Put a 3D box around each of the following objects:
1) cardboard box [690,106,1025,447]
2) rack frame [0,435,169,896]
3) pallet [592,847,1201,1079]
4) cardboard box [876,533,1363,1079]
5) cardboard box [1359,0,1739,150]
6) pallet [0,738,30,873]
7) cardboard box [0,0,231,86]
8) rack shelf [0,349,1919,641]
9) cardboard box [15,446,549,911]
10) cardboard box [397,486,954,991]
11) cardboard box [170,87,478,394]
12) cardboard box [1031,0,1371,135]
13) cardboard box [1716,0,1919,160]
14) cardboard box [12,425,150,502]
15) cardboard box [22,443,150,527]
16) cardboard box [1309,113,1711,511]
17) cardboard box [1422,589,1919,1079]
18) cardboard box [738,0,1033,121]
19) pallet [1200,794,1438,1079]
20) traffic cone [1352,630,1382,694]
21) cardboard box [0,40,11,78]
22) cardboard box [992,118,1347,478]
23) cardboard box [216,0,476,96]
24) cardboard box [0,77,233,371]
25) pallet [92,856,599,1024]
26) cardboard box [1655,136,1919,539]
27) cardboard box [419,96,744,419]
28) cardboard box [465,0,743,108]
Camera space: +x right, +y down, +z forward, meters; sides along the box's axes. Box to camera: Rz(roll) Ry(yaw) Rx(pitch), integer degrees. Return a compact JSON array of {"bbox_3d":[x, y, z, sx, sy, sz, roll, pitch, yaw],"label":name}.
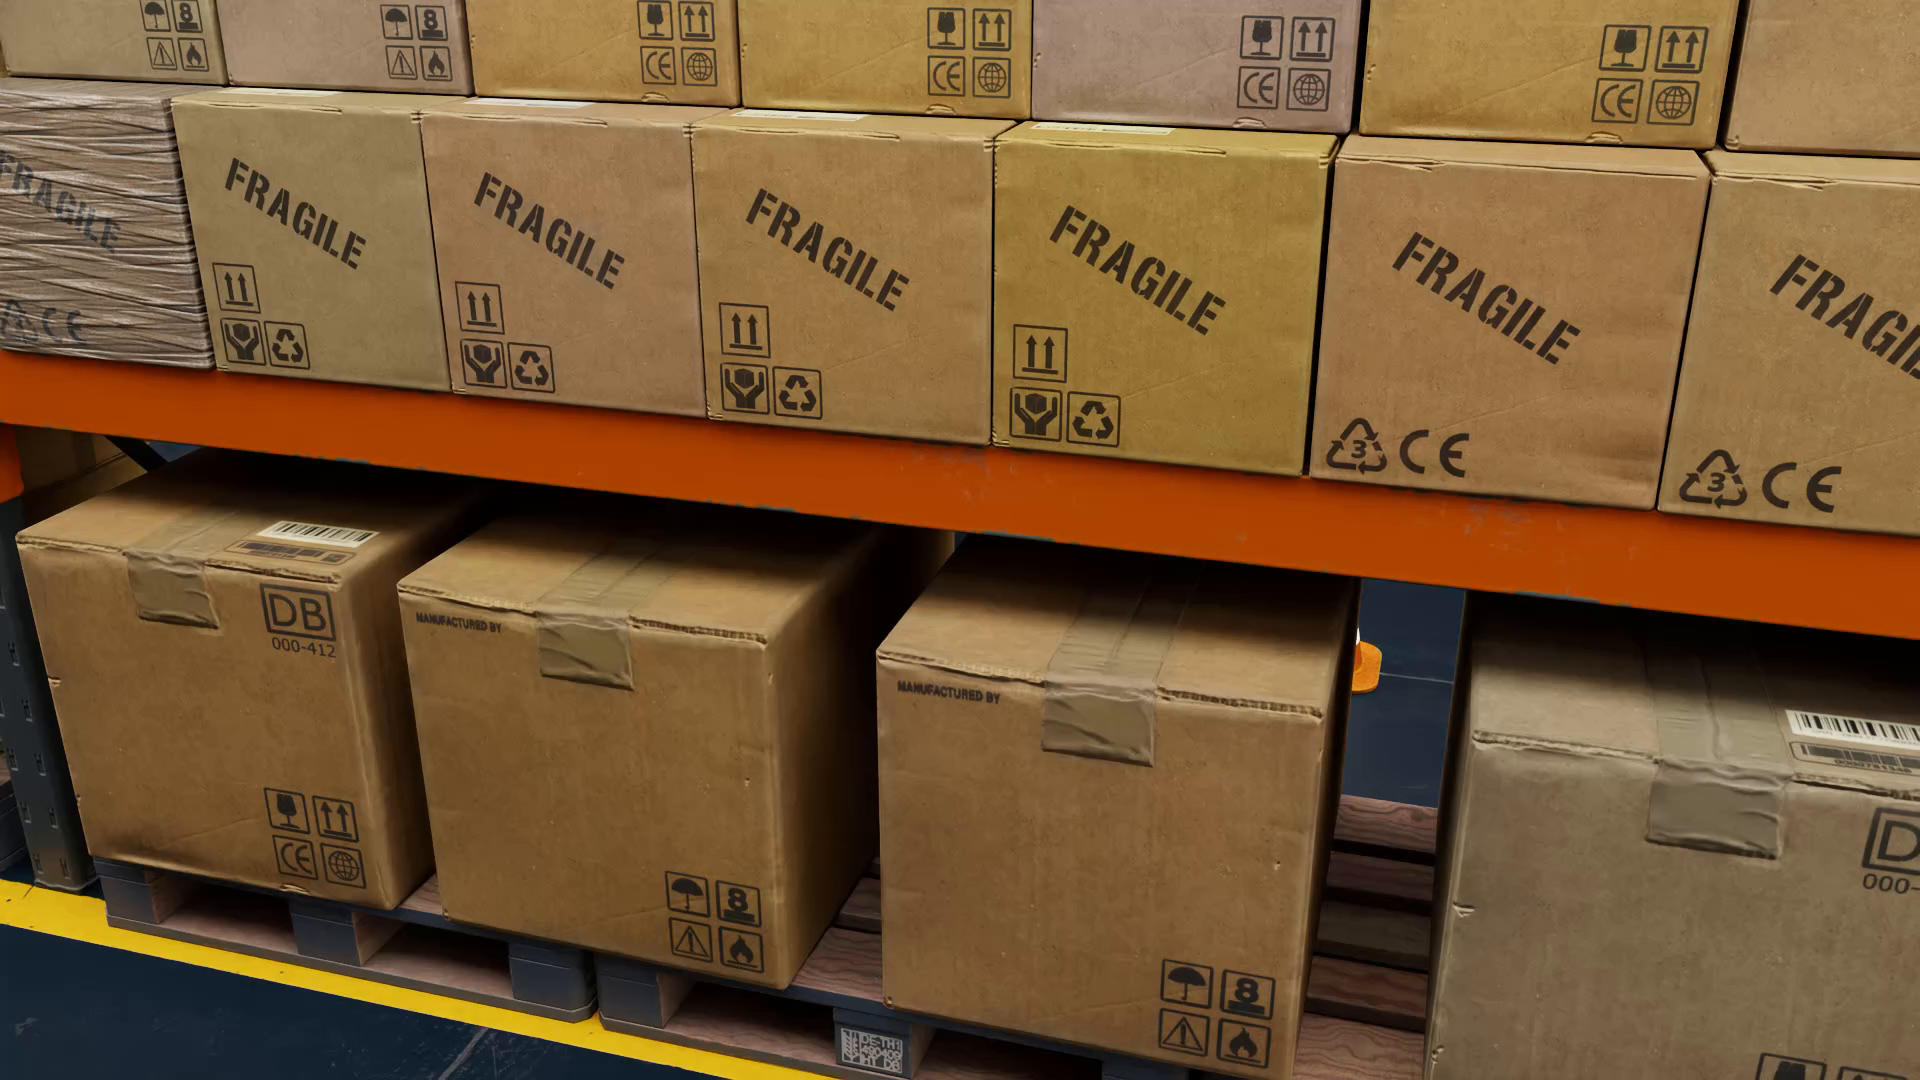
[{"bbox_3d":[-0.123,-0.498,2.899,0.500,0.500,0.500,6,23,15],"label":"cardboard box"},{"bbox_3d":[-1.921,-0.764,3.681,0.127,3.000,1.000,7,23,16],"label":"rack frame"},{"bbox_3d":[-0.024,0.774,3.605,1.213,0.211,1.003,7,23,16],"label":"pallet"},{"bbox_3d":[0.365,0.378,3.307,0.750,0.750,1.050,7,23,15],"label":"cardboard box"},{"bbox_3d":[0.938,-0.943,2.666,0.500,0.500,0.700,6,23,15],"label":"cardboard box"},{"bbox_3d":[-2.669,0.440,4.420,1.213,0.211,1.003,7,23,16],"label":"pallet"},{"bbox_3d":[-1.494,-1.220,3.343,0.500,0.500,0.700,6,23,15],"label":"cardboard box"},{"bbox_3d":[-0.007,-0.212,3.283,4.000,0.370,1.077,7,23,16],"label":"rack shelf"},{"bbox_3d":[-1.364,0.182,3.786,0.750,0.750,1.050,6,23,15],"label":"cardboard box"},{"bbox_3d":[-0.526,0.276,3.555,0.750,0.750,1.050,7,23,16],"label":"cardboard box"},{"bbox_3d":[-1.082,-0.609,3.170,0.500,0.500,0.500,6,23,15],"label":"cardboard box"},{"bbox_3d":[0.454,-0.998,2.802,0.500,0.500,0.700,7,23,16],"label":"cardboard box"},{"bbox_3d":[1.431,-0.887,2.531,0.500,0.500,0.700,6,23,15],"label":"cardboard box"},{"bbox_3d":[-2.512,-0.313,4.332,0.500,0.250,0.500,5,23,13],"label":"cardboard box"},{"bbox_3d":[-2.525,0.028,4.491,0.500,0.500,0.500,6,23,13],"label":"cardboard box"},{"bbox_3d":[0.848,-0.388,2.631,0.500,0.500,0.500,6,23,15],"label":"cardboard box"},{"bbox_3d":[1.288,0.485,3.045,0.750,0.750,1.050,6,23,15],"label":"cardboard box"},{"bbox_3d":[-0.029,-1.054,2.938,0.500,0.500,0.700,6,23,15],"label":"cardboard box"},{"bbox_3d":[1.148,0.907,3.281,1.213,0.211,1.003,7,23,16],"label":"pallet"},{"bbox_3d":[1.060,0.152,4.789,0.334,0.463,0.336,7,23,16],"label":"traffic cone"},{"bbox_3d":[-2.326,-1.106,3.899,0.250,0.149,0.380,8,24,18],"label":"cardboard box"},{"bbox_3d":[0.364,-0.443,2.766,0.500,0.500,0.500,7,23,16],"label":"cardboard box"},{"bbox_3d":[-1.010,-1.165,3.210,0.500,0.500,0.700,6,23,15],"label":"cardboard box"},{"bbox_3d":[-1.570,-0.663,3.303,0.500,0.500,0.500,7,23,16],"label":"cardboard box"},{"bbox_3d":[-1.188,0.640,3.933,1.213,0.211,1.003,7,23,16],"label":"pallet"},{"bbox_3d":[1.331,-0.332,2.496,0.500,0.500,0.500,6,23,15],"label":"cardboard box"},{"bbox_3d":[-0.599,-0.553,3.034,0.500,0.500,0.500,7,23,15],"label":"cardboard box"},{"bbox_3d":[-0.518,-1.110,3.074,0.500,0.500,0.700,6,23,15],"label":"cardboard box"}]
